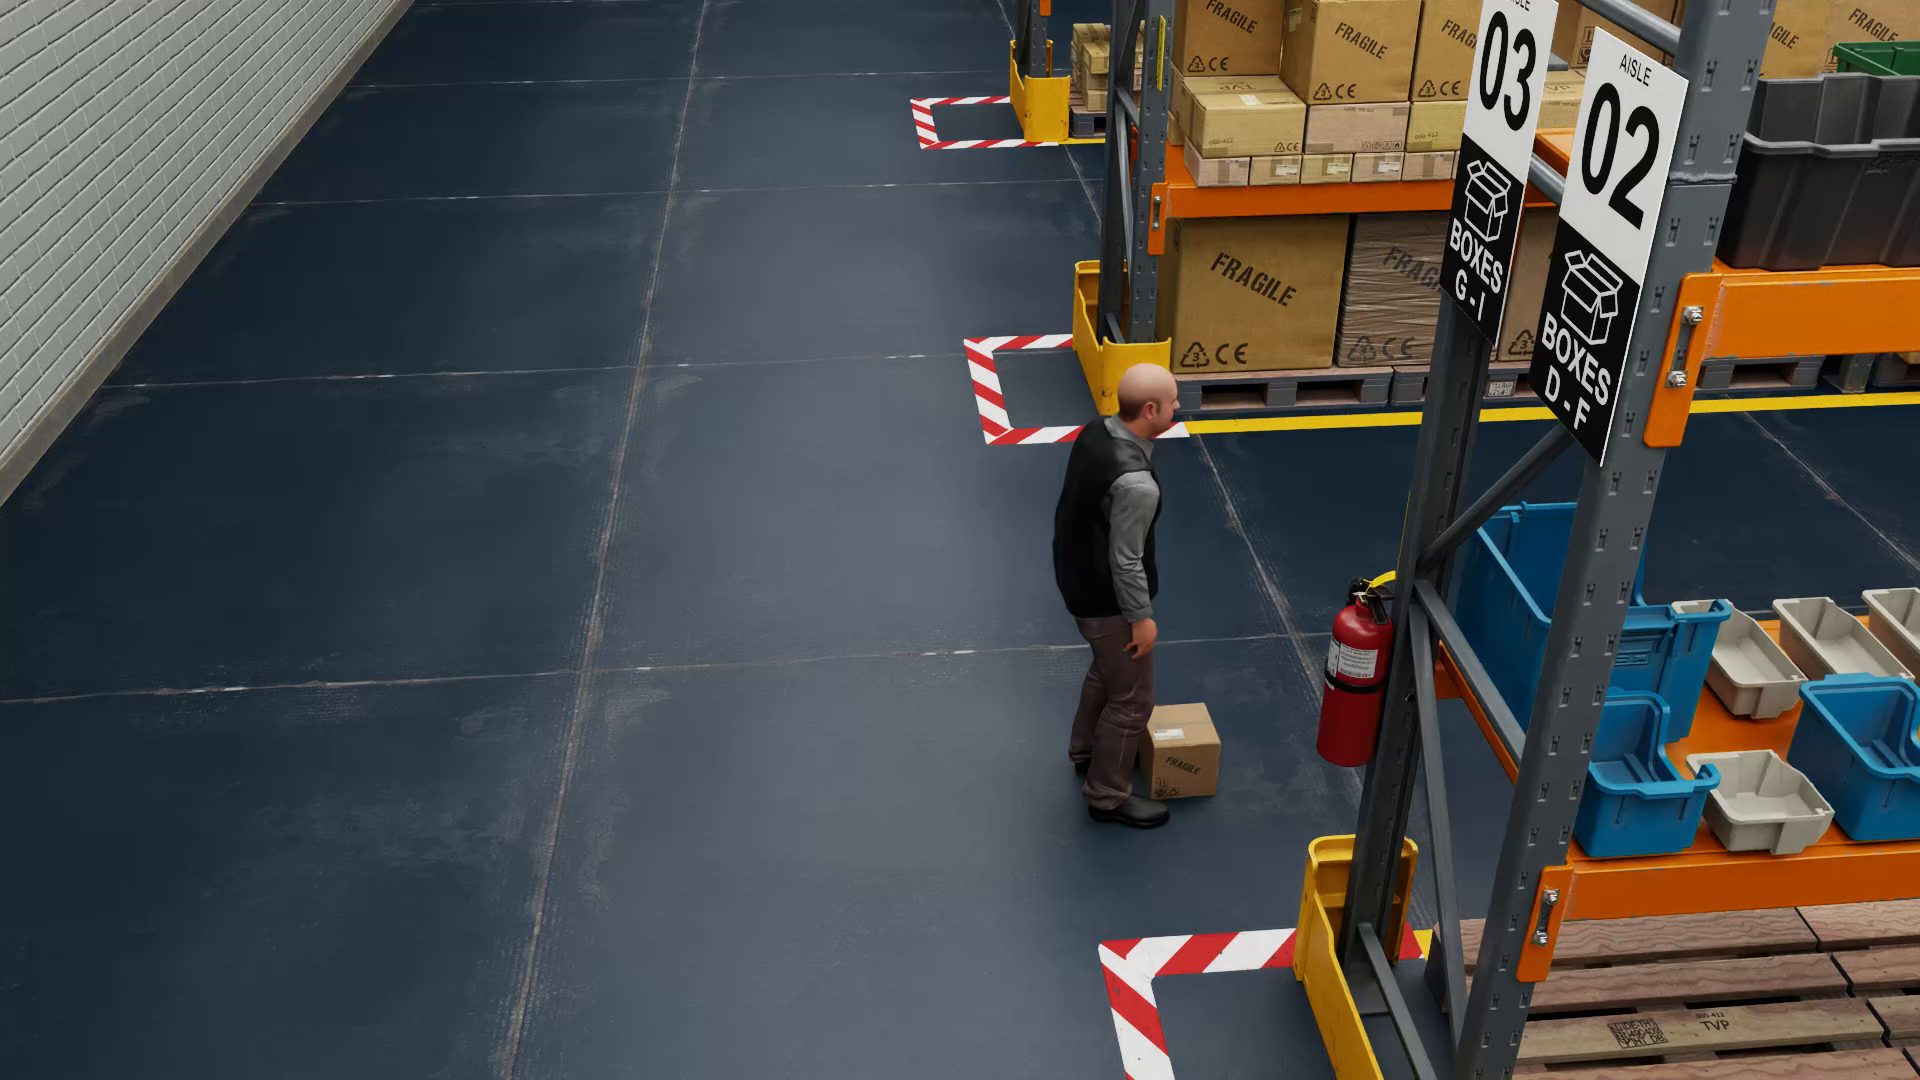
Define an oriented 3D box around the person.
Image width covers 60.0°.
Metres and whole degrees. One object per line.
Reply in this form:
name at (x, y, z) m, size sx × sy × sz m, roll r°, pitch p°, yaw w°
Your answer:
person at (0.536, 0.226, 5.880) m, size 0.420 × 1.616 × 0.578 m, roll -4°, pitch 31°, yaw -7°
